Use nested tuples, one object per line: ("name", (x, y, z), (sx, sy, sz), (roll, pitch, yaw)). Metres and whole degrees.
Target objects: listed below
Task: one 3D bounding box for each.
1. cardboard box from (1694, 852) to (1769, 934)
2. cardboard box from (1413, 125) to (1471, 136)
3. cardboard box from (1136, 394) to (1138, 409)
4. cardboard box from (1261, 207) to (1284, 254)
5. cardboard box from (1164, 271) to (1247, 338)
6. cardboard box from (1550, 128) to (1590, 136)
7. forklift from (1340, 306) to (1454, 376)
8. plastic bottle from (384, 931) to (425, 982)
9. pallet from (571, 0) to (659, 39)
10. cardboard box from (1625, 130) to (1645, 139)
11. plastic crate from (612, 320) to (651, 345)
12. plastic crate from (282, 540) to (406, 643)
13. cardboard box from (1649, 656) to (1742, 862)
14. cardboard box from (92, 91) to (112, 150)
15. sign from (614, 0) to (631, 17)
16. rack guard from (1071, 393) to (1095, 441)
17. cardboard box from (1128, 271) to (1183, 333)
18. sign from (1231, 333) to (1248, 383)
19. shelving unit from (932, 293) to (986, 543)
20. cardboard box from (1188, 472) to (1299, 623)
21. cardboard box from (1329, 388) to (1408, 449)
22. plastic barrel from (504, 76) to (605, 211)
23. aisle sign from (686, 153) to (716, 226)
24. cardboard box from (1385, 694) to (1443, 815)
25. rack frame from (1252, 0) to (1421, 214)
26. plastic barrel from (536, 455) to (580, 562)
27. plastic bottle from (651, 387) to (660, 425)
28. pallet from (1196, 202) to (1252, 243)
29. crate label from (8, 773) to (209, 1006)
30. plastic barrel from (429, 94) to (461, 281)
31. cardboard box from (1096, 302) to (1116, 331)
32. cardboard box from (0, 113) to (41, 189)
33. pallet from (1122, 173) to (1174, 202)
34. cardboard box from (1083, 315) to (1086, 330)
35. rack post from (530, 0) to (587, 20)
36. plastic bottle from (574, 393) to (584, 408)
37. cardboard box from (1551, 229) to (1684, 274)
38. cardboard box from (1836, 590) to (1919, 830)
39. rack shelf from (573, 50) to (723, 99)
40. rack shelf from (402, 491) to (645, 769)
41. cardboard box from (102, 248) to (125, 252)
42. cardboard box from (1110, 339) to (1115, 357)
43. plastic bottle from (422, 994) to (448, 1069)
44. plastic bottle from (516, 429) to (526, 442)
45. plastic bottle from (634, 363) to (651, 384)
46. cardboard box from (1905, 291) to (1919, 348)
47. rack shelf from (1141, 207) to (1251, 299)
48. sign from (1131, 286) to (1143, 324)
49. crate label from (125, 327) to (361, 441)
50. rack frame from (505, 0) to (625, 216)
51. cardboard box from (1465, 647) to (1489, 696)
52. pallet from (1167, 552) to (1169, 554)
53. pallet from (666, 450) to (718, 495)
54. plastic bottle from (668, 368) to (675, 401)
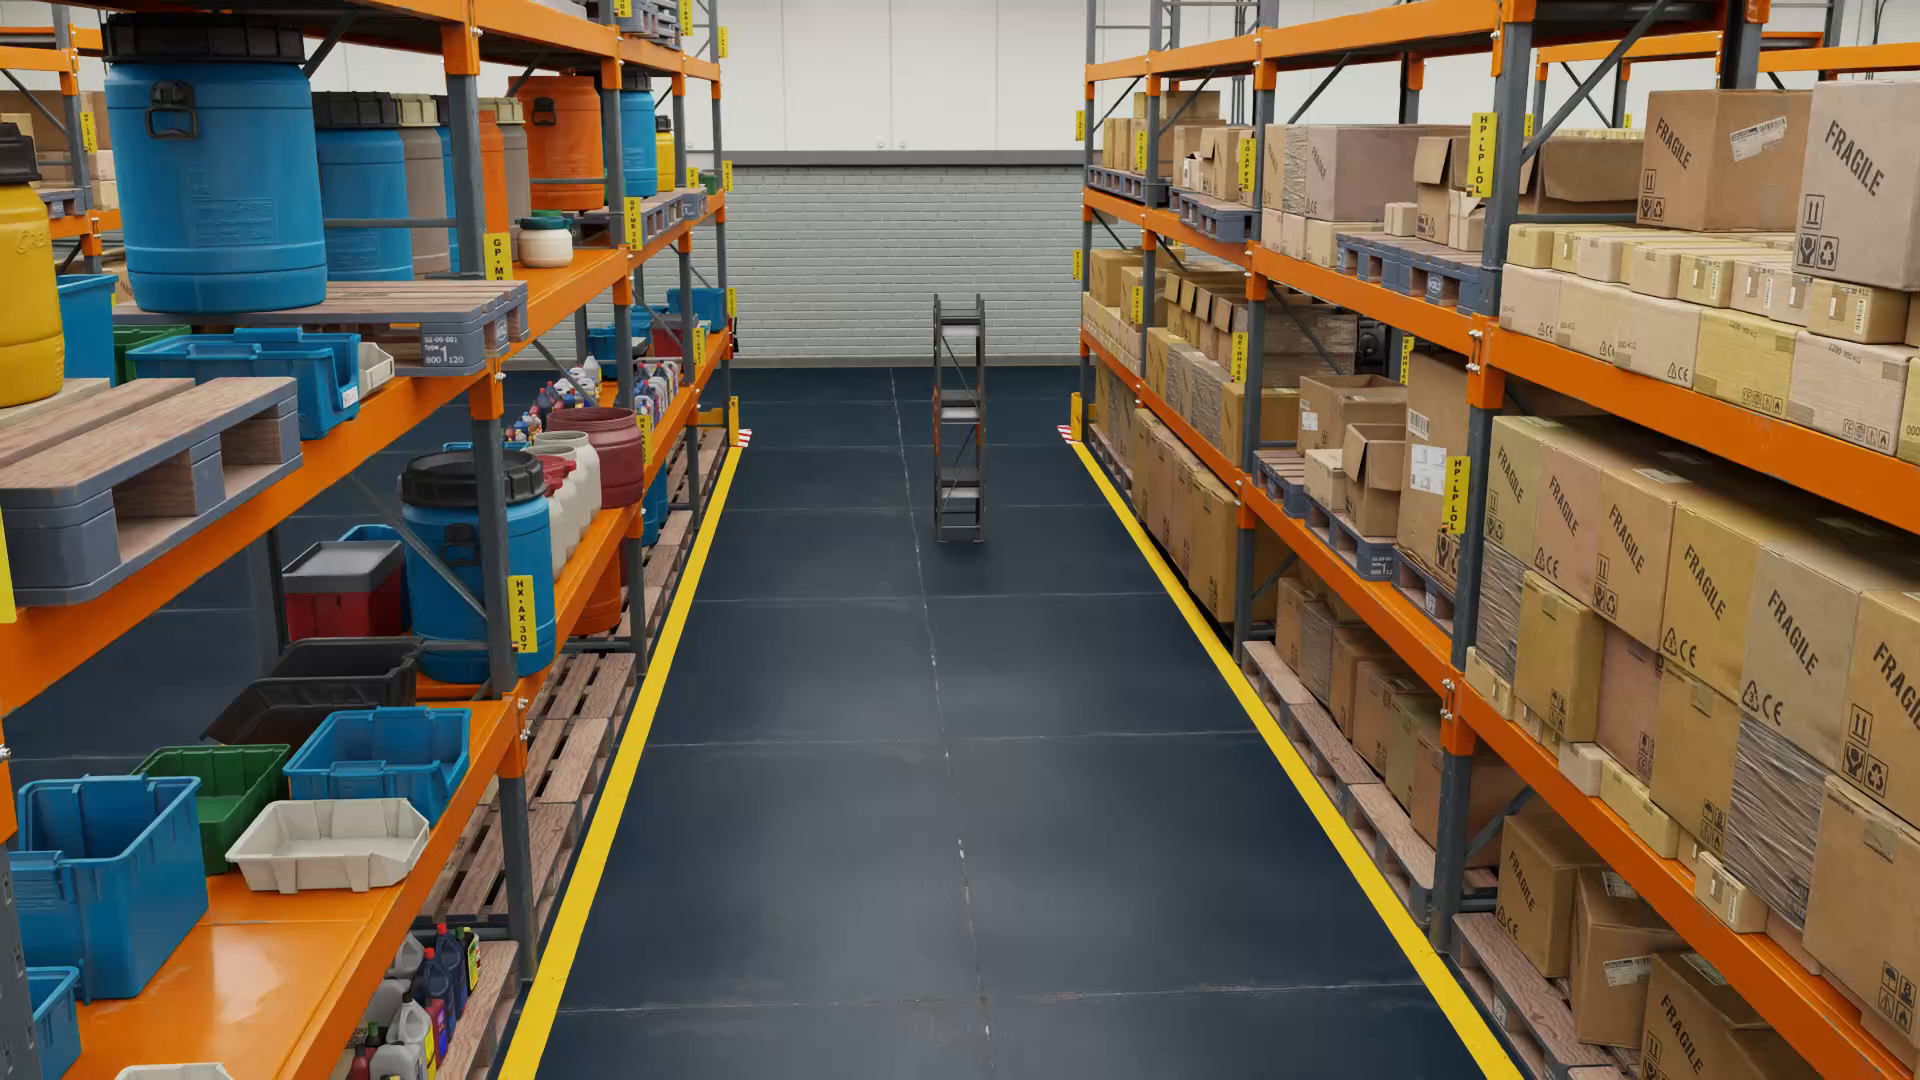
("cardboard box", (2.438, 1.043, 4.955), (0.380, 0.149, 0.250), (-1, 14, -3))
("cardboard box", (2.701, -2.006, 9.081), (0.500, 0.500, 0.500), (-1, 14, -2))
("cardboard box", (2.155, -0.963, 15.672), (0.875, 0.875, 0.875), (-1, 14, -3))
("cardboard box", (2.139, -1.888, 10.126), (0.500, 0.250, 0.500), (-1, 14, -2))
("cardboard box", (2.164, -1.999, 14.062), (0.797, 0.503, 0.637), (-1, 14, -5))
("cardboard box", (6.617, -4.401, 18.089), (0.380, 0.149, 0.250), (-1, 14, -4))
("forklift", (4.386, -2.033, 16.546), (1.130, 2.935, 3.031), (-1, 14, -4))
("plastic bottle", (-2.148, 1.670, 6.448), (0.144, 0.351, 0.185), (-1, 14, -3))
("pallet", (-2.594, -3.352, 10.678), (1.213, 0.211, 1.003), (-1, 14, -3))
("cardboard box", (6.674, -3.885, 16.084), (0.380, 0.149, 0.250), (-1, 14, -4))
("plastic crate", (-3.307, -2.096, 16.868), (0.416, 0.233, 0.300), (-1, 14, -3))
("plastic crate", (-2.667, 0.296, 7.228), (0.402, 0.464, 0.583), (-1, 14, -3))
("cardboard box", (2.695, 0.659, 5.147), (0.875, 0.500, 0.500), (-1, 14, -3))
("cardboard box", (-7.730, -3.704, 14.674), (0.700, 0.500, 0.500), (-1, 14, -3))
("sign", (-2.031, -3.312, 9.985), (0.100, 0.325, 0.005), (-1, 14, -3))
("rack guard", (1.866, -1.414, 19.018), (1.175, 0.500, 0.348), (-1, 14, -3))
("cardboard box", (1.820, -2.168, 15.133), (0.500, 0.500, 0.500), (0, 14, -2))
("sign", (1.810, -1.180, 10.769), (0.100, 0.325, 0.005), (-1, 14, -3))
("shelving unit", (-0.010, -1.058, 14.425), (0.431, 2.100, 0.503), (-1, 14, -3))
("cardboard box", (2.342, 0.025, 11.831), (1.225, 0.875, 0.875), (-2, 15, -6))
("cardboard box", (2.571, -0.610, 9.832), (0.700, 0.500, 0.500), (1, 14, 5))
("plastic barrel", (-2.612, -2.558, 10.722), (0.600, 0.830, 0.708), (-1, 14, -3))
("aisle sign", (-2.788, -3.823, 18.149), (0.394, 0.787, 0.004), (-1, 14, -3))
("cardboard box", (2.584, 1.092, 8.397), (0.700, 0.500, 0.500), (-1, 14, -4))
("rack frame", (2.364, -3.534, 10.203), (1.000, 3.000, 0.127), (-1, 14, -3))
("plastic barrel", (-2.245, -0.155, 8.835), (0.433, 0.535, 0.433), (0, 14, 0))
("plastic bottle", (-2.344, -1.033, 12.757), (0.061, 0.283, 0.133), (-1, 14, -3))
("pallet", (2.271, -2.149, 11.219), (1.213, 0.211, 1.003), (0, 14, -1))
("crate label", (-2.468, 0.967, 4.679), (0.502, 0.435, 0.616), (-1, 14, -3))
("plastic barrel", (-2.661, -1.701, 8.093), (0.600, 0.901, 0.708), (-1, 14, -3))
("cardboard box", (1.695, -2.312, 17.196), (0.500, 0.250, 0.500), (-1, 14, -5))
("cardboard box", (-7.814, -3.098, 13.283), (0.600, 0.600, 0.600), (-2, 15, -9))
("pallet", (2.075, -3.237, 15.245), (1.003, 0.211, 1.213), (-1, 14, -3))
("cardboard box", (1.561, -2.403, 18.351), (0.380, 0.149, 0.250), (-1, 14, -3))
("rack post", (-2.540, -3.048, 7.912), (1.013, 1.000, 3.121), (-1, 14, -3))
("plastic bottle", (-2.984, -1.048, 12.980), (0.097, 0.201, 0.097), (0, 14, 0))
("cardboard box", (2.408, -1.056, 6.093), (0.380, 0.149, 0.250), (-2, 15, -6))
("cardboard box", (2.542, 0.427, 4.043), (0.500, 0.500, 0.500), (-1, 14, -3))
("rack shelf", (-2.952, -4.408, 15.844), (1.077, 0.370, 4.000), (-1, 14, -3))
("rack shelf", (-2.456, 0.294, 8.809), (1.077, 0.370, 4.000), (-1, 14, -3))
("cardboard box", (-8.189, -2.630, 16.522), (0.500, 0.500, 0.500), (-1, 14, -3))
("cardboard box", (1.690, -1.892, 16.365), (0.380, 0.149, 0.250), (-1, 14, -4))
("plastic bottle", (-1.941, 1.788, 6.125), (0.061, 0.283, 0.133), (0, 14, 0))
("plastic bottle", (-3.040, -0.661, 11.473), (0.097, 0.201, 0.097), (0, 14, 0))
("plastic bottle", (-2.577, -1.251, 13.469), (0.144, 0.351, 0.185), (-1, 14, -3))
("cardboard box", (2.575, -0.535, 4.067), (0.380, 0.149, 0.250), (-1, 14, -3))
("rack shelf", (2.240, -2.230, 12.599), (1.077, 0.370, 4.000), (-1, 14, -3))
("sign", (1.562, -2.072, 14.664), (0.100, 0.325, 0.005), (-1, 14, -3))
("crate label", (-1.870, -0.414, 4.394), (0.502, 0.251, 0.408), (-1, 14, -3))
("rack frame", (-2.580, -3.458, 9.905), (1.000, 3.000, 0.127), (-1, 14, -3))
("cardboard box", (2.324, 0.546, 6.889), (0.380, 0.149, 0.250), (-1, 14, -3))
("pallet", (2.239, -0.082, 14.423), (1.003, 0.211, 1.213), (-1, 14, -3))
("pallet", (-2.991, -0.683, 16.757), (1.003, 0.211, 1.213), (-1, 14, -3))
("plastic bottle", (-2.458, -1.303, 13.820), (0.152, 0.276, 0.135), (-1, 14, -3))
